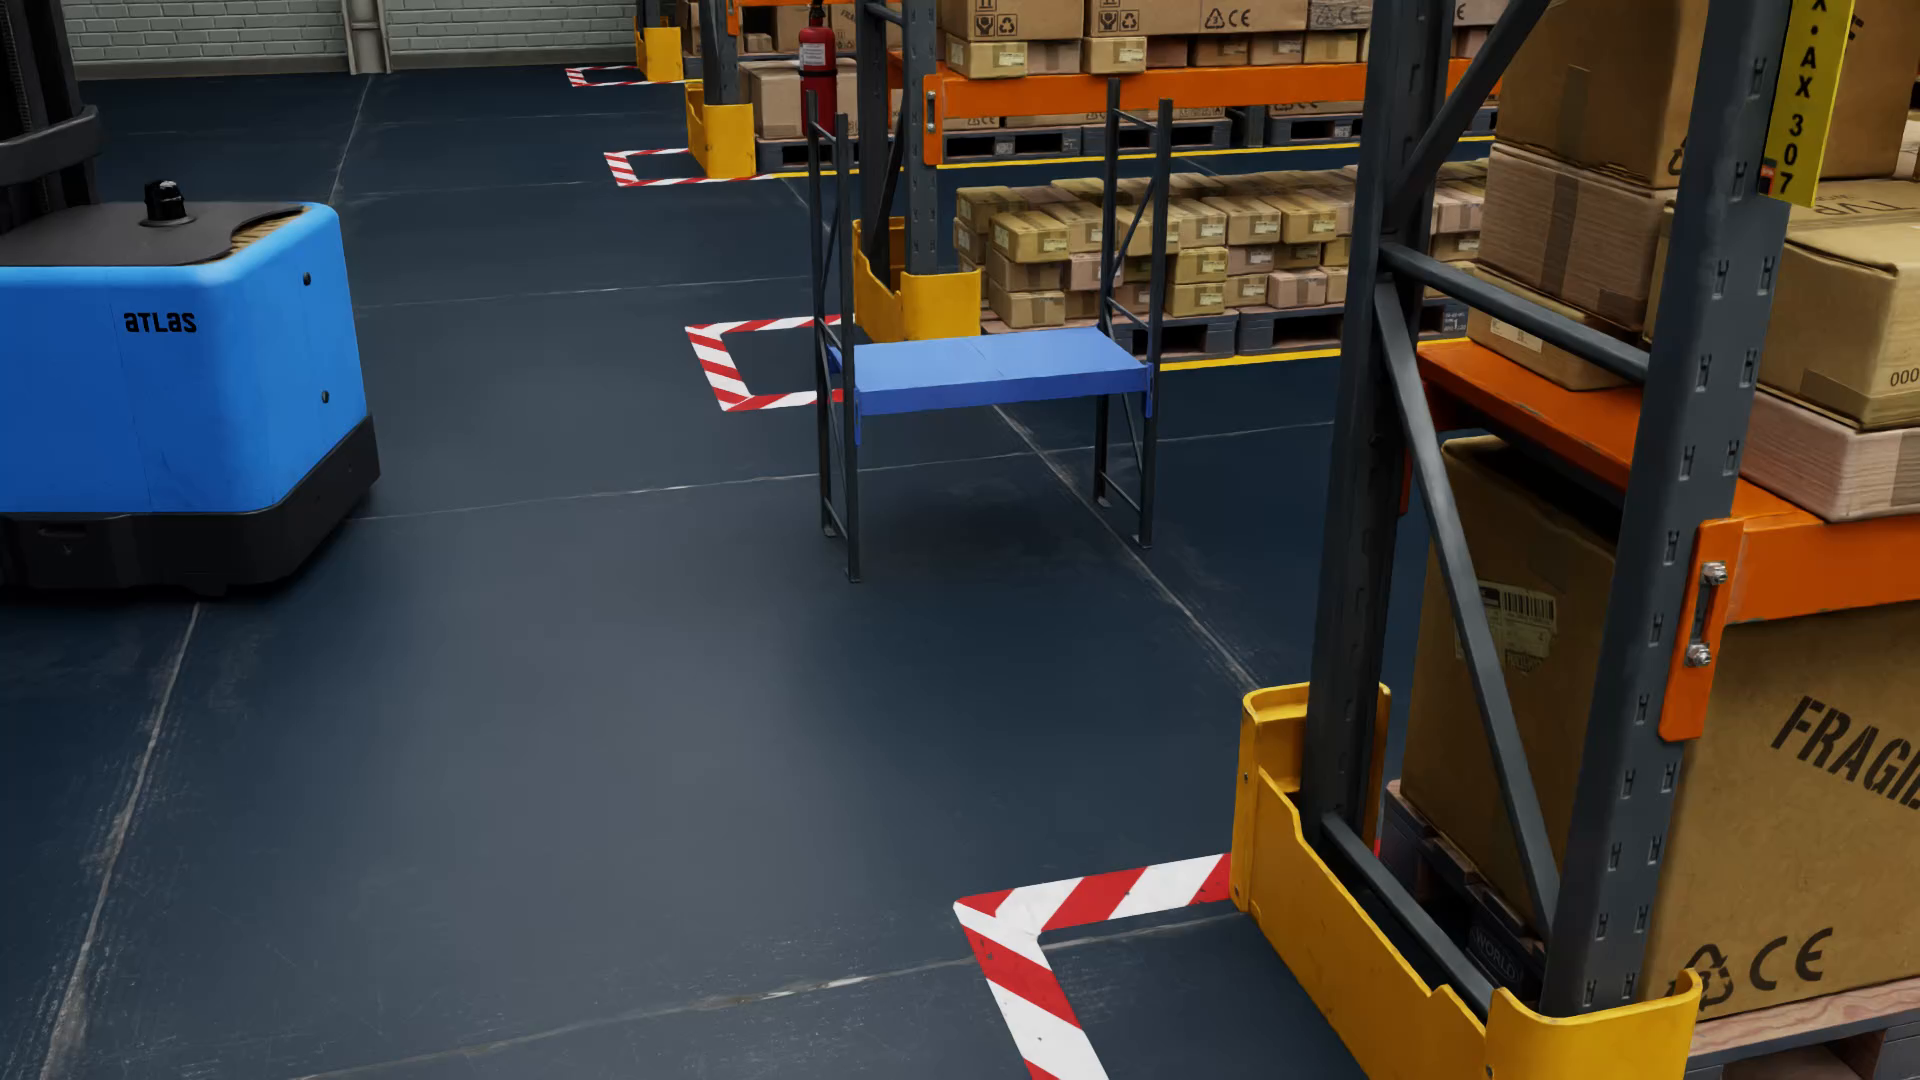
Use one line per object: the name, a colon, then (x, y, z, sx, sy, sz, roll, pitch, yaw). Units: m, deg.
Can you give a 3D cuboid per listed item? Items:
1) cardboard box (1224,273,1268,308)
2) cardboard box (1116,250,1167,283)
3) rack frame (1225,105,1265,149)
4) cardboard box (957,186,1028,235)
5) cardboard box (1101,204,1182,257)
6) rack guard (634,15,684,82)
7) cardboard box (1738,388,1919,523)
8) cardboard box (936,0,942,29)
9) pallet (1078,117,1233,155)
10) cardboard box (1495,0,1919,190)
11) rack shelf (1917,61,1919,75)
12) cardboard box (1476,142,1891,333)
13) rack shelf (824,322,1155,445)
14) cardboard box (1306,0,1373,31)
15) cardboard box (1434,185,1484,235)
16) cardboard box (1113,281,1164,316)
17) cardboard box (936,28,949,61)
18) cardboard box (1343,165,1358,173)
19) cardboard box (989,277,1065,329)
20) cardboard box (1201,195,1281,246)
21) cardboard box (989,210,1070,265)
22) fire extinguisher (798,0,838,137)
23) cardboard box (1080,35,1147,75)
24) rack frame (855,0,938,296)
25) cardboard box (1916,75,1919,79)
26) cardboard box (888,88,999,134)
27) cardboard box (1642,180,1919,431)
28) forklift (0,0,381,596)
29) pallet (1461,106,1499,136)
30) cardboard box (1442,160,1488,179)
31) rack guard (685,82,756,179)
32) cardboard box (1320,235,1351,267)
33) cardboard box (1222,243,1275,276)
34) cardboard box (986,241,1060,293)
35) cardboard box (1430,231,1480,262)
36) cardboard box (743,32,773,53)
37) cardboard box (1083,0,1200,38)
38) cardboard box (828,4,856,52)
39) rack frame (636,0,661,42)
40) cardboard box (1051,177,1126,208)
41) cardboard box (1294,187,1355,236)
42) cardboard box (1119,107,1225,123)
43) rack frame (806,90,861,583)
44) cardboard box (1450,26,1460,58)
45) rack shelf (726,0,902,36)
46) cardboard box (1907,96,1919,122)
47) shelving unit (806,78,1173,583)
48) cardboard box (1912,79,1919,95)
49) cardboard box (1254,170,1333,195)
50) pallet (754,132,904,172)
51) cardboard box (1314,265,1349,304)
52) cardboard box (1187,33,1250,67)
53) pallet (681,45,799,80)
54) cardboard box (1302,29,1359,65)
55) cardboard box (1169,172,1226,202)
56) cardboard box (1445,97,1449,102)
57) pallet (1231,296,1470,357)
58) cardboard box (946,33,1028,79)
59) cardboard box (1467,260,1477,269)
cardboard box: (1.264, -1.226, 7.886, 0.250, 0.149, 0.380, -6, 24, -14)
cardboard box: (0.775, -1.317, 7.721, 0.250, 0.149, 0.380, -6, 24, -14)
rack frame: (2.127, -4.566, 12.588, 0.127, 3.000, 1.000, -6, 24, -14)
cardboard box: (0.151, -1.581, 7.958, 0.250, 0.149, 0.380, -6, 24, -14)
cardboard box: (0.817, -1.408, 7.556, 0.250, 0.149, 0.380, -6, 24, -15)
rack guard: (-2.995, -4.884, 16.498, 0.348, 0.500, 1.175, -6, 24, -14)
cardboard box: (1.384, -0.175, 2.673, 0.250, 0.149, 0.380, -6, 24, -14)
cardboard box: (0.073, -2.600, 7.501, 0.500, 0.500, 0.500, -6, 24, -13)
pallet: (1.374, -3.234, 13.019, 1.213, 0.211, 1.003, -6, 24, -14)
cardboard box: (1.351, -0.942, 3.003, 0.500, 0.500, 0.500, -6, 24, -14)
rack shelf: (5.487, -2.580, 8.872, 4.000, 0.370, 1.077, -6, 24, -14)
cardboard box: (1.348, -0.598, 3.153, 0.500, 0.250, 0.500, -7, 24, -15)
rack shelf: (0.082, -0.533, 5.546, 1.000, 0.185, 0.538, -6, 24, -14)
cardboard box: (1.690, -2.568, 7.427, 0.500, 0.500, 0.500, -7, 24, -16)
cardboard box: (2.309, -1.584, 7.966, 0.250, 0.149, 0.380, -8, 24, -17)
cardboard box: (0.768, -1.177, 7.772, 0.250, 0.149, 0.380, -6, 24, -14)
cardboard box: (-0.052, -2.298, 7.621, 0.250, 0.149, 0.380, -6, 24, -14)
cardboard box: (2.150, -1.811, 8.495, 0.250, 0.149, 0.380, -6, 24, -13)
cardboard box: (0.301, -1.089, 7.567, 0.250, 0.149, 0.380, -6, 24, -13)
cardboard box: (1.303, -1.492, 7.751, 0.250, 0.149, 0.380, -5, 24, -12)
cardboard box: (0.306, -1.355, 7.432, 0.250, 0.149, 0.380, -7, 24, -17)
fire extinguisher: (-0.657, -2.213, 7.675, 0.183, 0.674, 0.296, -6, 24, -14)
cardboard box: (0.618, -2.118, 7.200, 0.250, 0.149, 0.380, -7, 24, -16)
rack frame: (-0.290, -2.272, 7.241, 0.127, 3.000, 1.000, -6, 24, -14)
cardboard box: (7.965, -4.195, 14.522, 0.625, 0.372, 0.950, -6, 24, -13)
cardboard box: (-0.237, -3.365, 12.505, 0.875, 0.438, 0.875, -6, 24, -13)
cardboard box: (1.488, -0.394, 2.678, 0.500, 0.250, 0.500, -7, 24, -16)
forklift: (-3.648, -1.348, 5.175, 3.031, 2.935, 1.130, 0, 23, 0)
pallet: (4.026, -3.527, 13.703, 1.213, 0.211, 1.003, -6, 24, -14)
cardboard box: (2.662, -1.844, 8.571, 0.250, 0.149, 0.380, -7, 24, -15)
rack guard: (-1.747, -2.989, 12.082, 0.348, 0.500, 1.175, -6, 24, -14)
cardboard box: (1.794, -1.437, 8.001, 0.250, 0.149, 0.380, -5, 24, -12)
cardboard box: (1.281, -1.368, 7.839, 0.250, 0.149, 0.380, -7, 24, -17)
cardboard box: (0.284, -1.250, 7.564, 0.250, 0.149, 0.380, -5, 24, -12)
cardboard box: (2.326, -1.470, 8.078, 0.250, 0.149, 0.380, -6, 24, -13)
cardboard box: (-2.035, -4.967, 16.605, 0.250, 0.149, 0.380, -7, 24, -16)
cardboard box: (0.726, -2.464, 7.185, 0.500, 0.500, 0.500, -6, 24, -14)
cardboard box: (-1.085, -5.193, 16.685, 0.500, 0.500, 0.500, -6, 24, -13)
rack frame: (-3.069, -6.024, 15.986, 0.127, 3.000, 1.000, -6, 24, -14)
cardboard box: (0.624, -1.661, 8.147, 0.250, 0.149, 0.380, -7, 24, -16)
cardboard box: (1.784, -1.566, 7.923, 0.250, 0.149, 0.380, -6, 24, -14)
cardboard box: (1.494, -3.556, 12.950, 0.875, 0.438, 0.875, -7, 24, -15)
rack frame: (-0.407, -0.644, 5.349, 0.032, 1.500, 0.500, -6, 24, -14)
cardboard box: (2.090, -2.323, 7.679, 0.250, 0.149, 0.380, -7, 24, -15)
rack shelf: (0.201, -4.023, 12.234, 4.000, 0.370, 1.077, -6, 24, -14)
cardboard box: (4.856, -2.123, 8.580, 0.500, 0.250, 0.500, -6, 24, -13)
shelving unit: (0.082, -0.698, 5.475, 1.048, 1.500, 0.538, -6, 24, -14)
cardboard box: (5.214, -2.373, 9.164, 0.500, 0.250, 0.500, -7, 24, -17)
cardboard box: (1.662, -1.739, 8.328, 0.250, 0.149, 0.380, -6, 24, -14)
pallet: (-0.976, -2.974, 12.413, 1.213, 0.211, 1.003, -6, 24, -14)
cardboard box: (1.787, -1.259, 7.963, 0.250, 0.149, 0.380, -6, 24, -14)
cardboard box: (1.098, -2.217, 7.431, 0.250, 0.149, 0.380, -7, 24, -15)
pallet: (-2.228, -4.836, 16.754, 1.213, 0.211, 1.003, -6, 24, -14)
cardboard box: (1.599, -2.252, 7.513, 0.250, 0.149, 0.380, -5, 24, -12)
cardboard box: (1.134, -1.715, 8.271, 0.250, 0.149, 0.380, -5, 24, -12)
cardboard box: (3.570, -3.979, 13.380, 0.875, 0.875, 0.875, -6, 24, -13)
pallet: (1.748, -1.200, 8.279, 1.213, 0.211, 1.003, -6, 24, -14)
cardboard box: (0.111, -2.066, 7.080, 0.250, 0.149, 0.380, -7, 24, -15)
cardboard box: (2.480, -1.379, 8.243, 0.250, 0.149, 0.380, -7, 24, -16)
